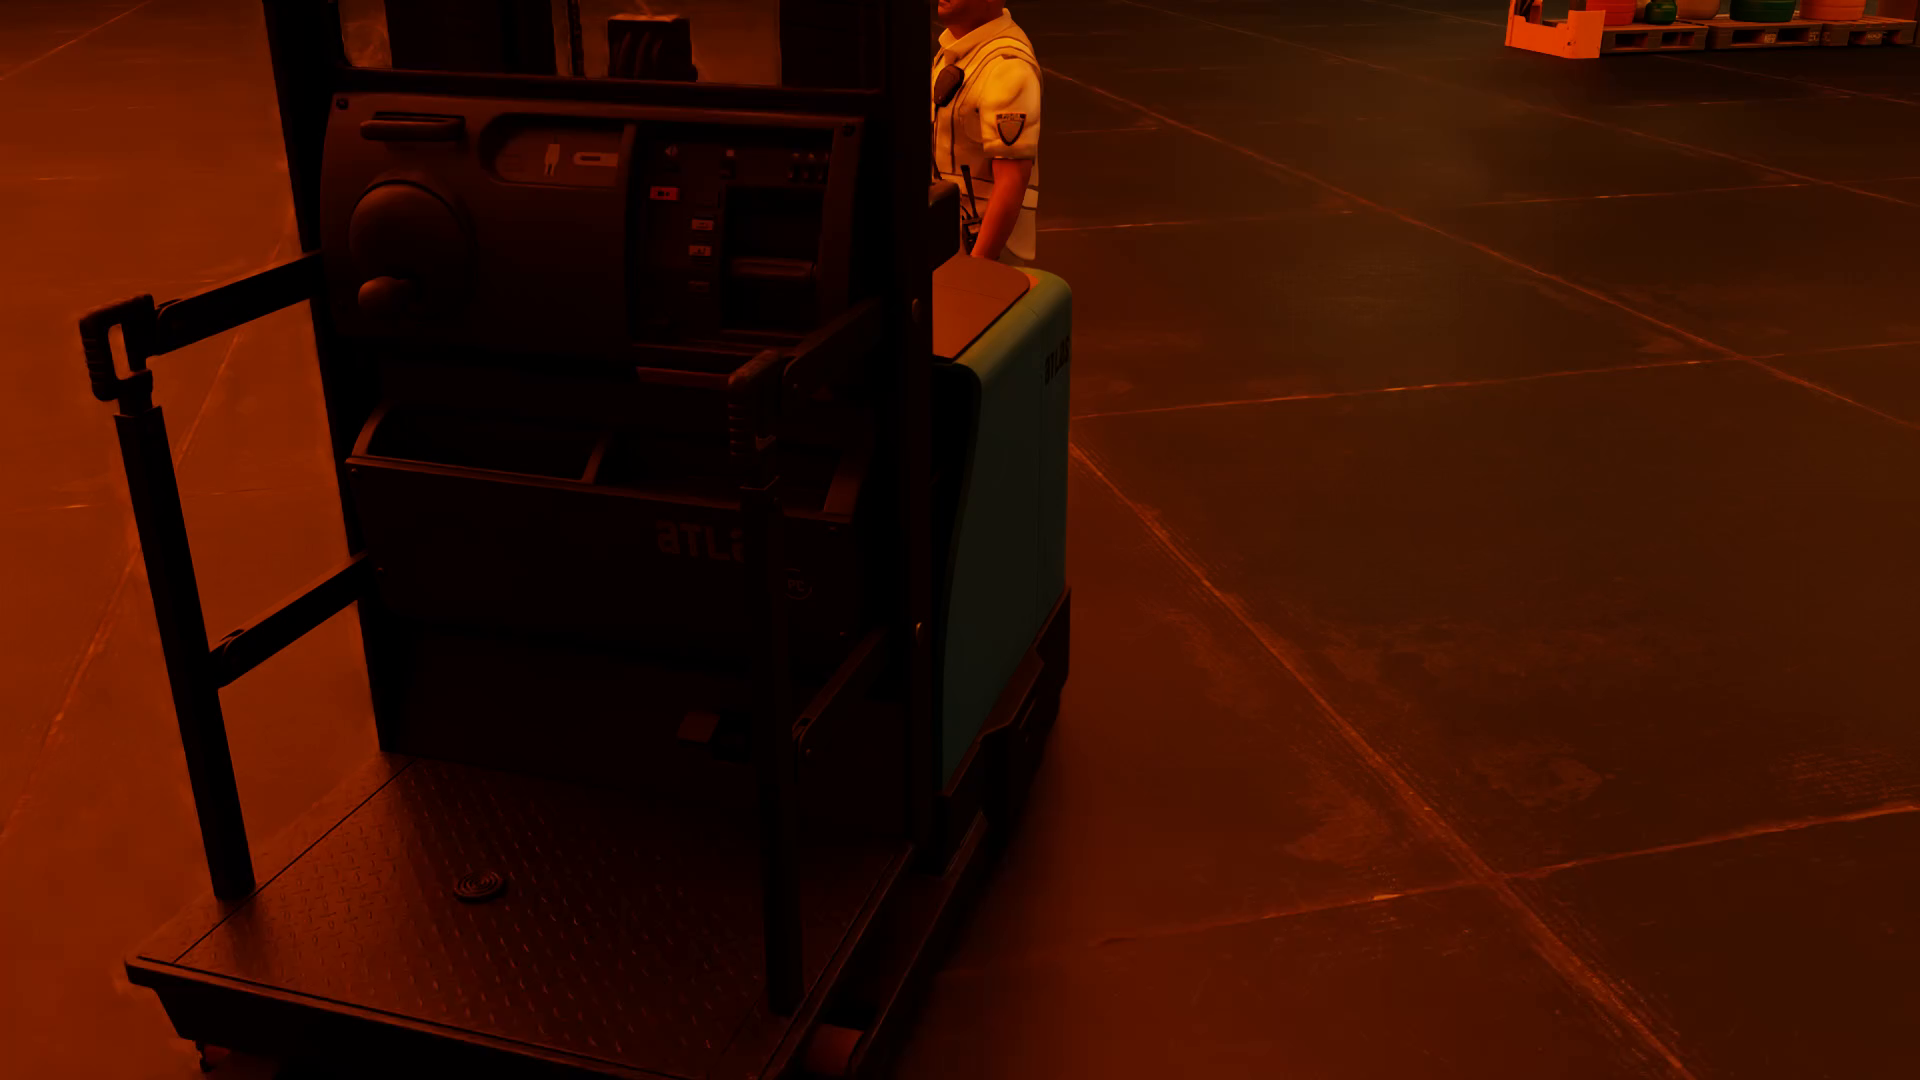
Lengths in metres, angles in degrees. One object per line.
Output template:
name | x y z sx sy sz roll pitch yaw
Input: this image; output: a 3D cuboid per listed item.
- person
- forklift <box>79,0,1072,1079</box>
person | -0.078 -0.823 4.693 0.575 1.780 0.640 -6 24 -14
forklift | -0.655 -0.476 2.430 1.130 2.935 3.031 7 24 16
